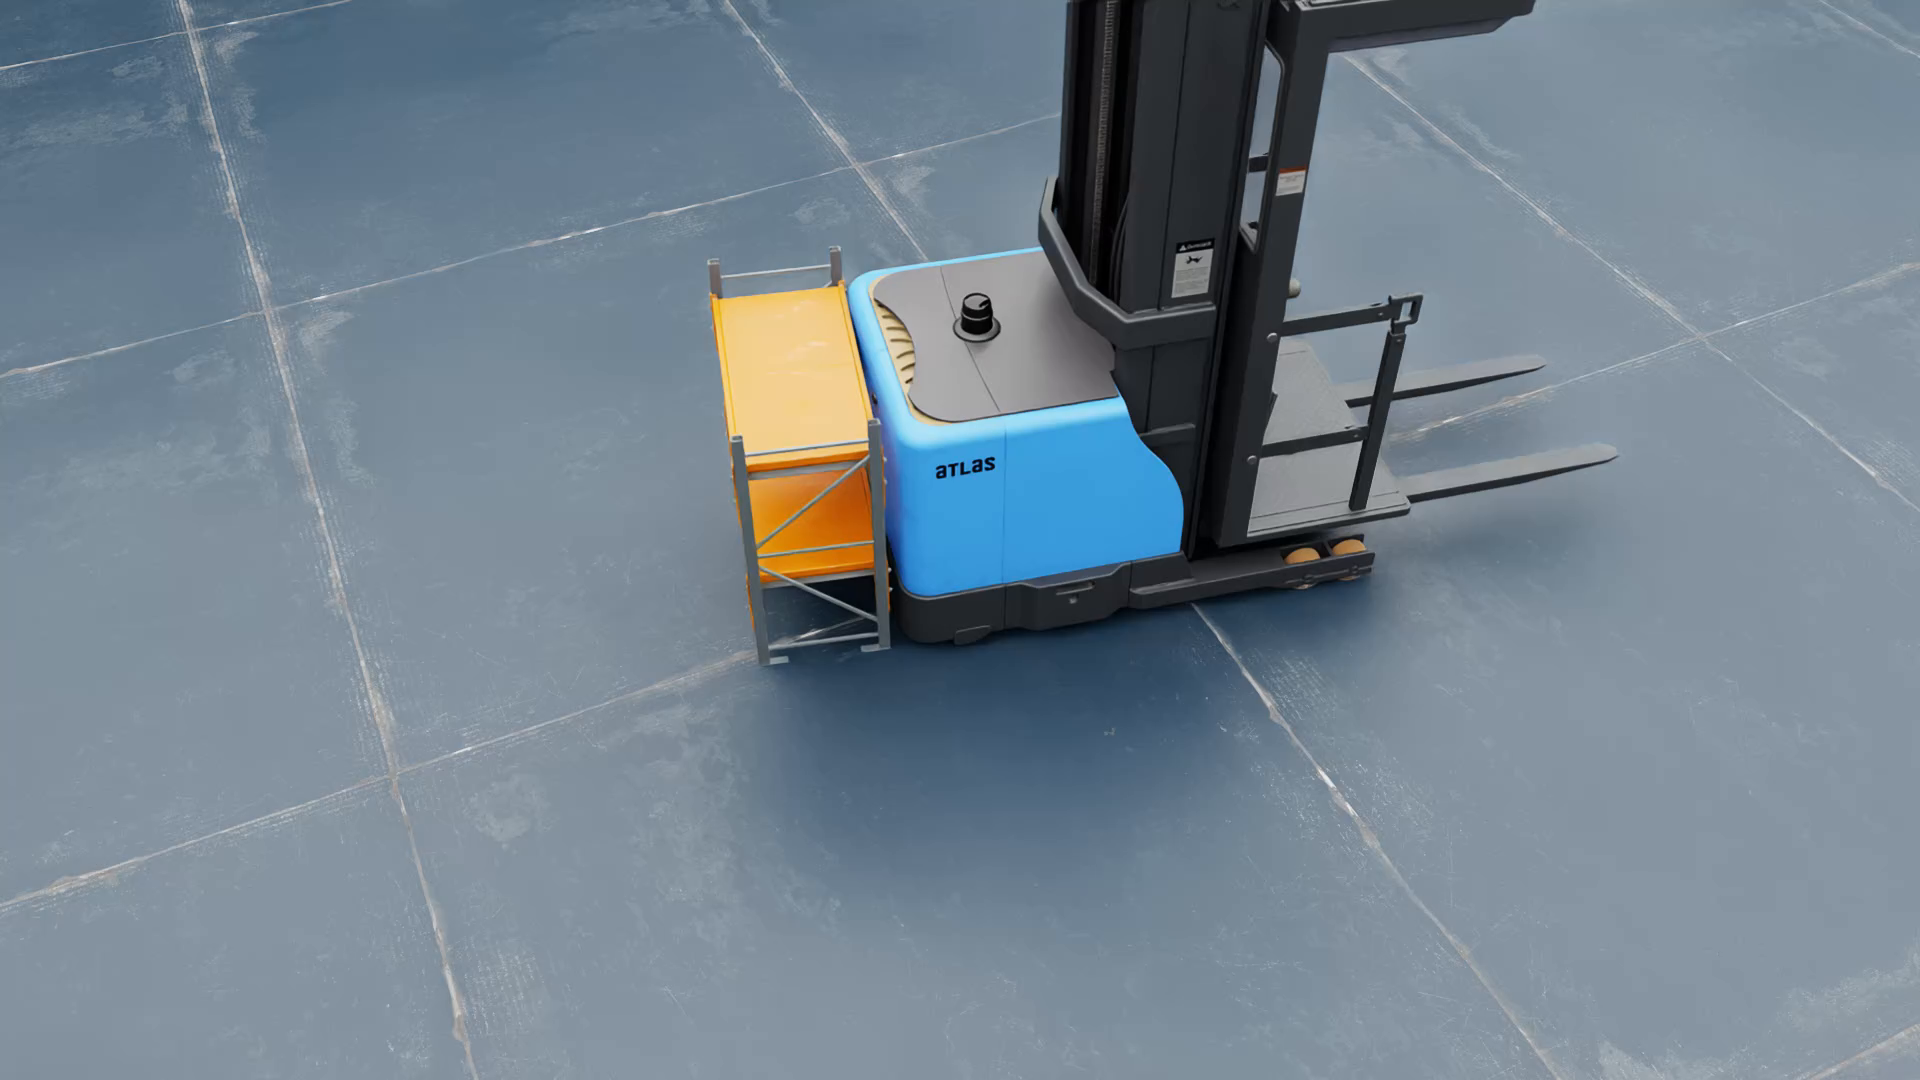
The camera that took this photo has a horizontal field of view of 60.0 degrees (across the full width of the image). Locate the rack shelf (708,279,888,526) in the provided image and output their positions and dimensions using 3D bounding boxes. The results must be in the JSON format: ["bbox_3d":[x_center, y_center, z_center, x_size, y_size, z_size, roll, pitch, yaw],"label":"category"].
[{"bbox_3d":[-0.604,-0.524,6.063,0.538,0.278,1.000,-7,45,-7],"label":"rack shelf"}]

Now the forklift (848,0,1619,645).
[{"bbox_3d":[1.142,-1.202,5.882,3.031,2.935,1.130,-10,45,-10],"label":"forklift"}]

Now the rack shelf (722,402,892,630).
[{"bbox_3d":[-0.604,-0.141,6.441,0.538,0.278,1.000,-7,45,-7],"label":"rack shelf"}]

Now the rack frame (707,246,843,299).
[{"bbox_3d":[-0.696,-0.667,6.625,0.500,1.125,0.032,-7,45,-7],"label":"rack frame"}]

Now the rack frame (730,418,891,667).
[{"bbox_3d":[-0.513,0.036,5.913,0.500,1.125,0.032,-7,45,-7],"label":"rack frame"}]

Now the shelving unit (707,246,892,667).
[{"bbox_3d":[-0.604,-0.315,6.269,0.538,1.125,1.048,-7,45,-7],"label":"shelving unit"}]
